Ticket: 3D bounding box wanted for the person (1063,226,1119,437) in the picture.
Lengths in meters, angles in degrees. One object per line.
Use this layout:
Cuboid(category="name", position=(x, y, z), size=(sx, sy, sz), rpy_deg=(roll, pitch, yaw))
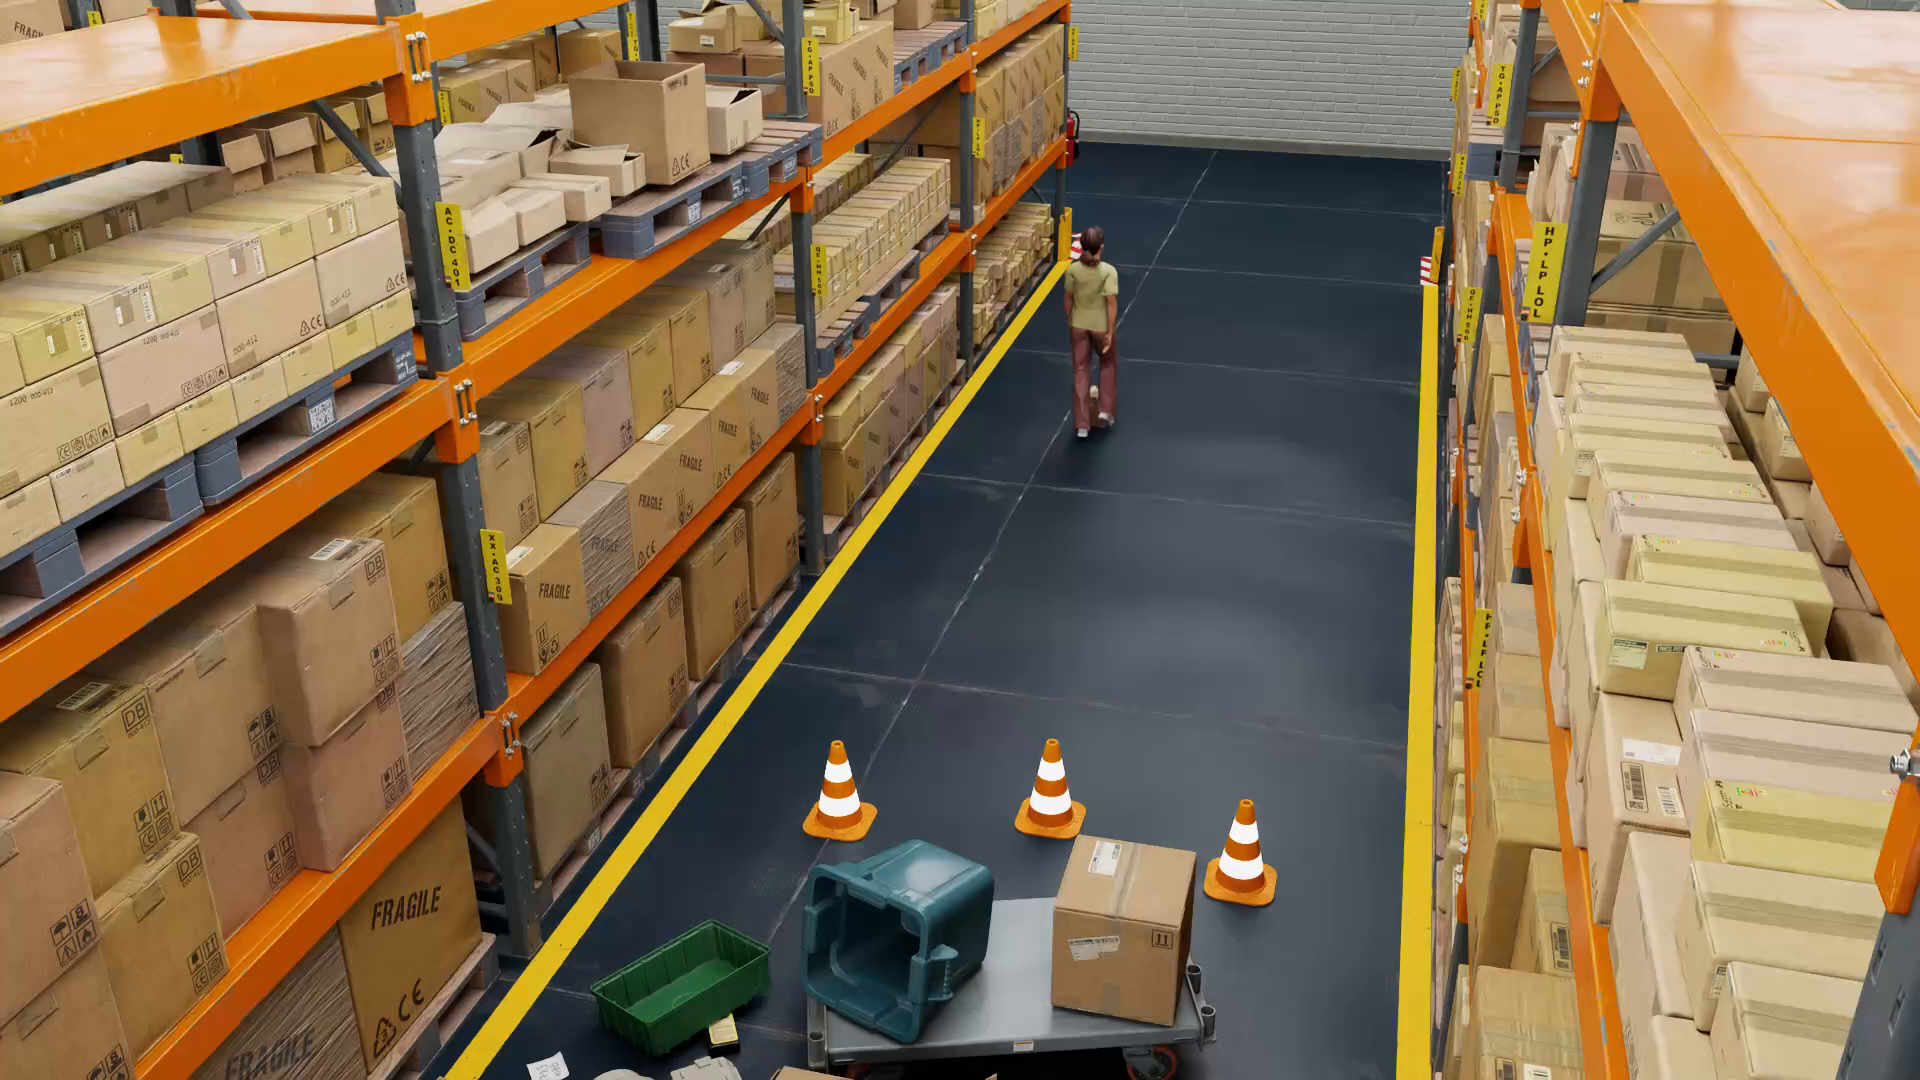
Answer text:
Cuboid(category="person", position=(1.032, -1.631, 13.084), size=(0.445, 1.732, 0.601), rpy_deg=(6, 26, 12))
